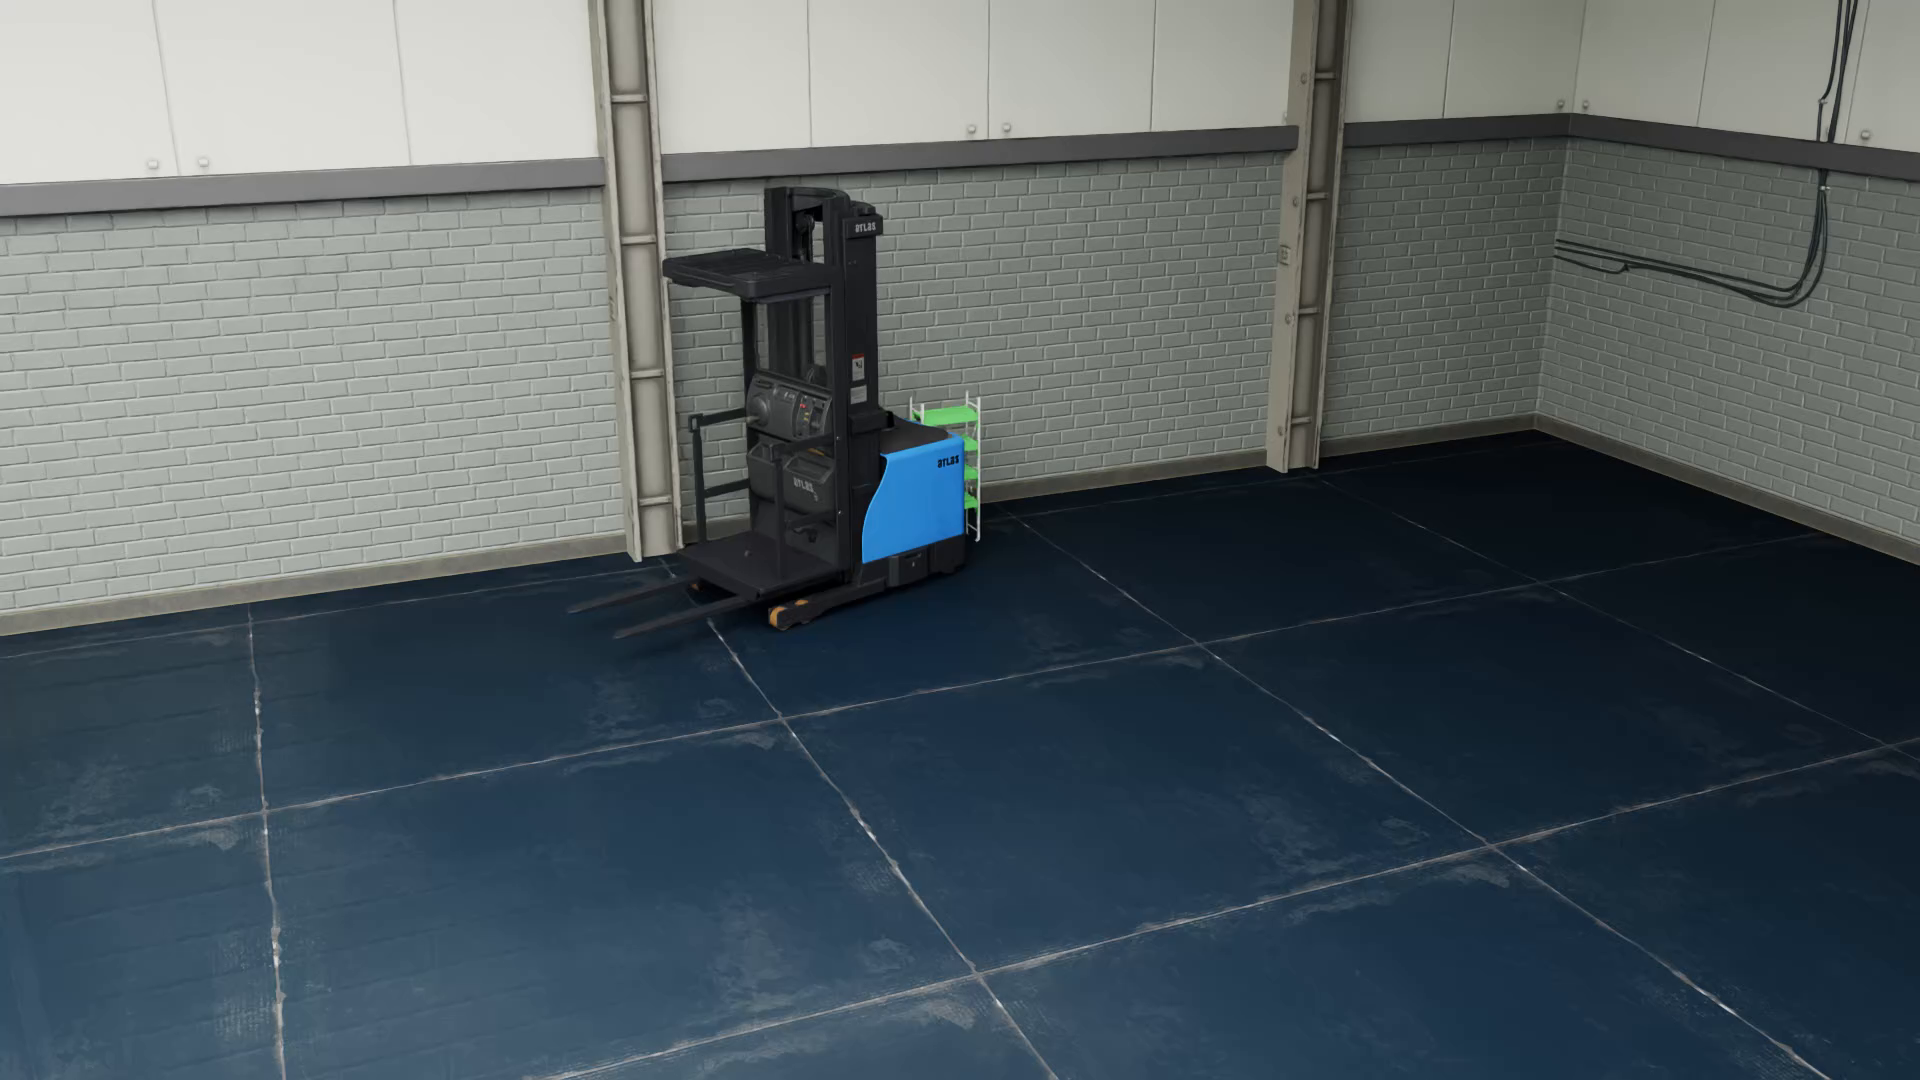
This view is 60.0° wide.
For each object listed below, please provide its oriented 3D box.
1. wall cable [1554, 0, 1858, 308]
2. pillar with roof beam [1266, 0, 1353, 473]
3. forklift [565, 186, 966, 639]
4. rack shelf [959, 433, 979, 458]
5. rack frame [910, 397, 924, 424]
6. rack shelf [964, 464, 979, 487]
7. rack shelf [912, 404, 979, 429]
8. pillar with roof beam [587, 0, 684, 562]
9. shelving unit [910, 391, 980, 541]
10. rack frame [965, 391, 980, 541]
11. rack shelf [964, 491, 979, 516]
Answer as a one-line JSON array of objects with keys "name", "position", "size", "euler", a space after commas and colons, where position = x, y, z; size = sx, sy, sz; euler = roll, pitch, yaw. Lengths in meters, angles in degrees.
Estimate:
[{"name": "wall cable", "position": [6.314, -3.452, 14.451], "size": [0.112, 2.526, 3.097], "euler": [-8, 21, -22]}, {"name": "pillar with roof beam", "position": [4.790, -3.619, 10.252], "size": [0.400, 9.000, 9.100], "euler": [-8, 21, -22]}, {"name": "forklift", "position": [-1.381, -0.942, 11.785], "size": [3.031, 2.935, 1.130], "euler": [-17, 25, -39]}, {"name": "rack shelf", "position": [-0.120, -0.723, 13.240], "size": [0.480, 0.148, 0.258], "euler": [-9, 21, -24]}, {"name": "rack frame", "position": [-0.341, -0.523, 13.201], "size": [0.015, 1.200, 0.240], "euler": [-9, 21, -24]}, {"name": "rack shelf", "position": [-0.120, -0.497, 13.319], "size": [0.480, 0.148, 0.258], "euler": [-9, 21, -24]}, {"name": "rack shelf", "position": [-0.120, -0.950, 13.160], "size": [0.480, 0.148, 0.258], "euler": [-9, 21, -24]}, {"name": "pillar with roof beam", "position": [-0.719, -2.830, 8.010], "size": [0.400, 9.000, 9.100], "euler": [-8, 21, -22]}, {"name": "shelving unit", "position": [-0.120, -0.557, 13.298], "size": [0.503, 1.200, 0.258], "euler": [-9, 21, -24]}, {"name": "rack frame", "position": [0.101, -0.592, 13.396], "size": [0.015, 1.200, 0.240], "euler": [-9, 21, -24]}, {"name": "rack shelf", "position": [-0.120, -0.271, 13.399], "size": [0.480, 0.148, 0.258], "euler": [-9, 21, -24]}]
